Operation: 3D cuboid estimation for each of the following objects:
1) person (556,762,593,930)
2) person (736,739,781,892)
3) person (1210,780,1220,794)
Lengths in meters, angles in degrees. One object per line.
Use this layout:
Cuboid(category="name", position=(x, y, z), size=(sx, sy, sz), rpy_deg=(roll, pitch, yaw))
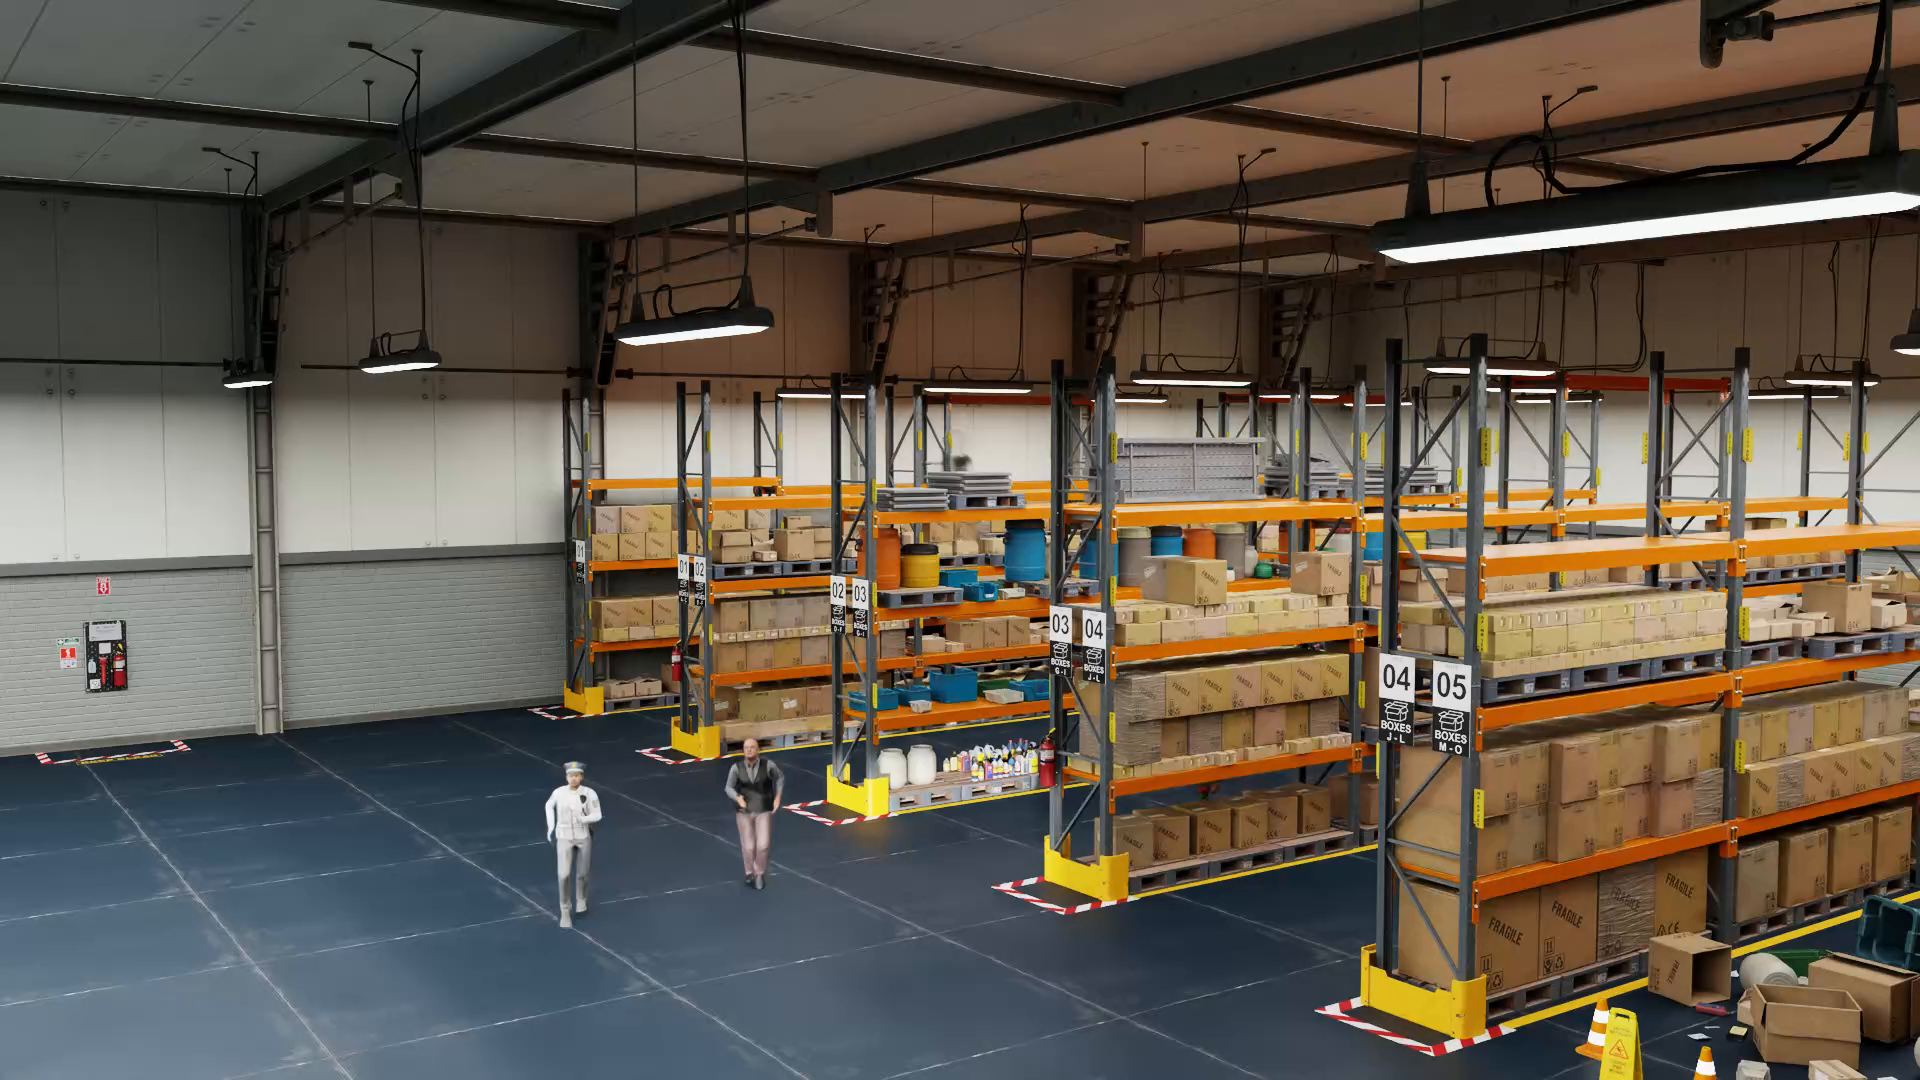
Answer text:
Cuboid(category="person", position=(-4.073, 3.192, 17.595), size=(0.393, 1.752, 0.655), rpy_deg=(-1, 4, -13))
Cuboid(category="person", position=(-2.295, 3.111, 18.845), size=(0.545, 1.715, 0.670), rpy_deg=(0, 4, -2))
Cuboid(category="person", position=(3.434, 2.844, 22.864), size=(0.653, 1.709, 0.818), rpy_deg=(3, 5, 41))
